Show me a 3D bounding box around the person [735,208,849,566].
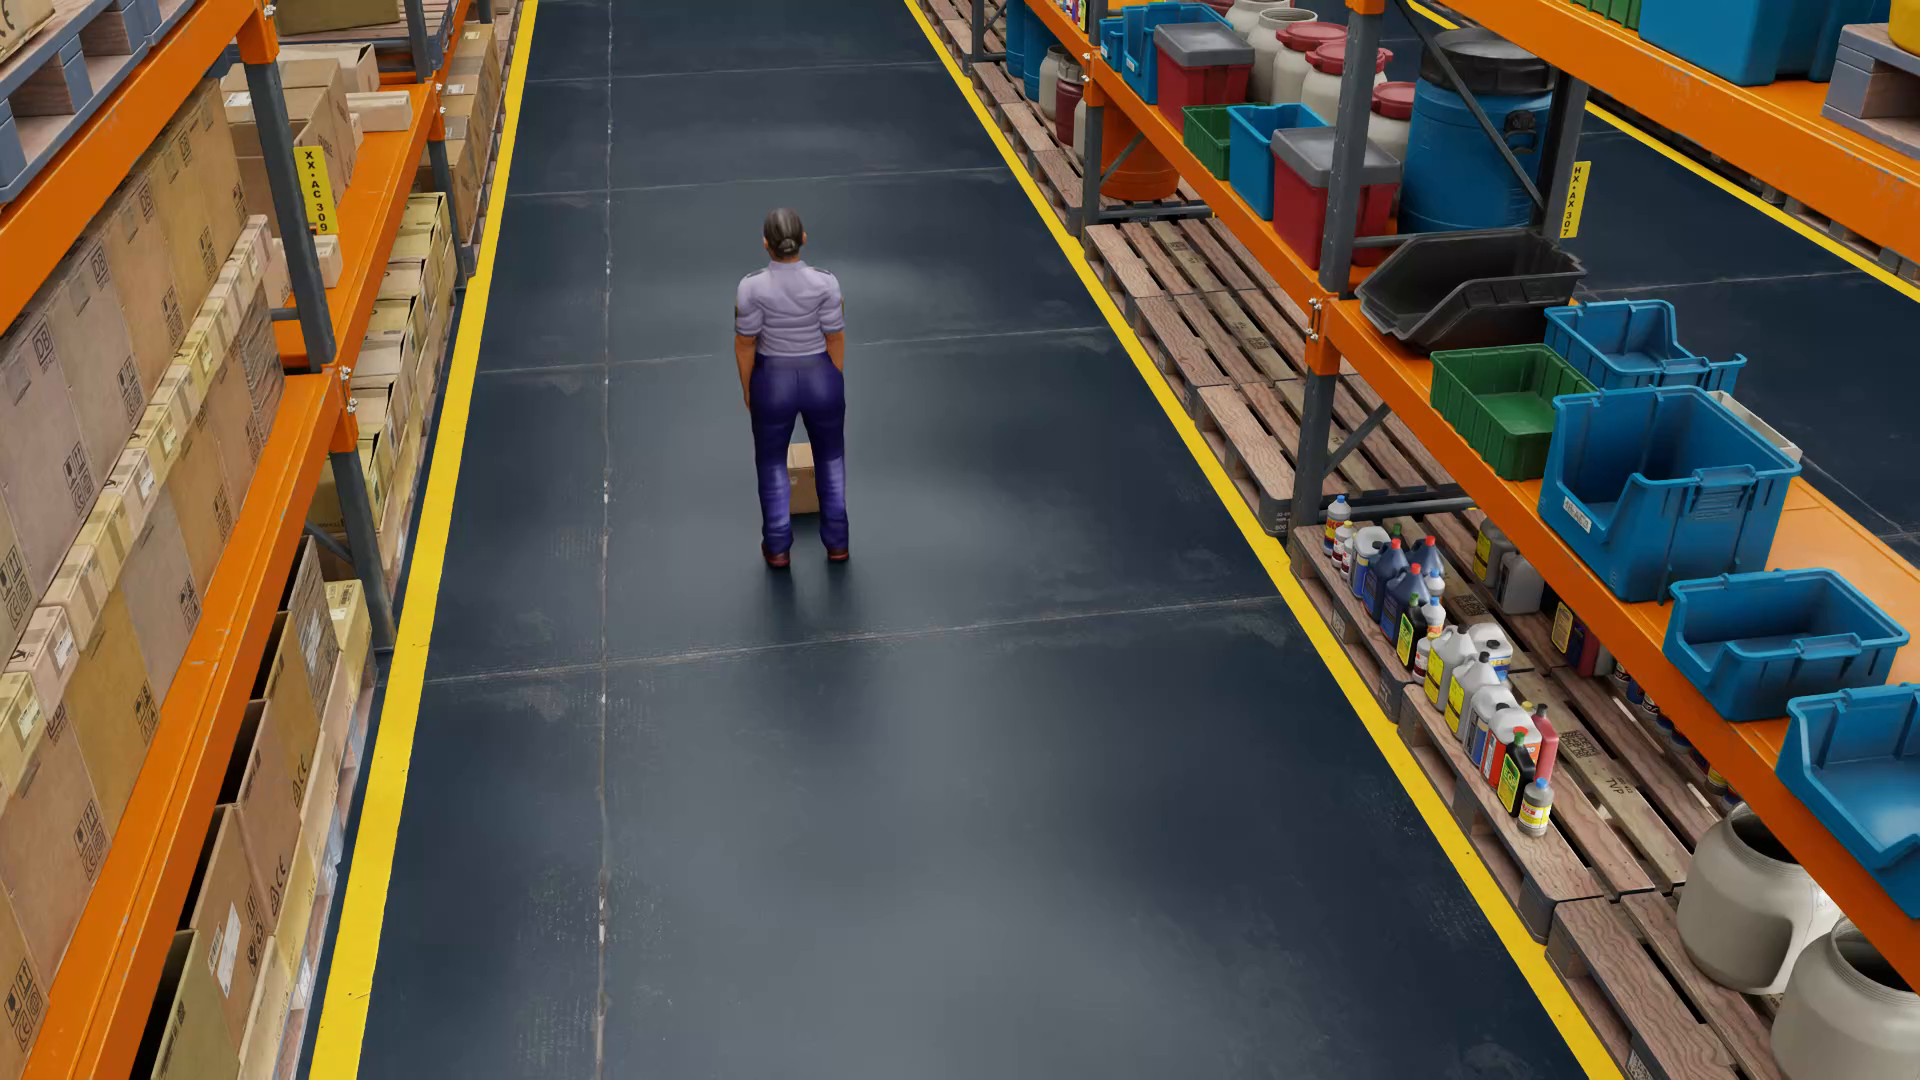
[{"bbox_3d":[-0.731,-0.648,7.252,0.470,1.651,0.342,-5,31,-8],"label":"person"}]
